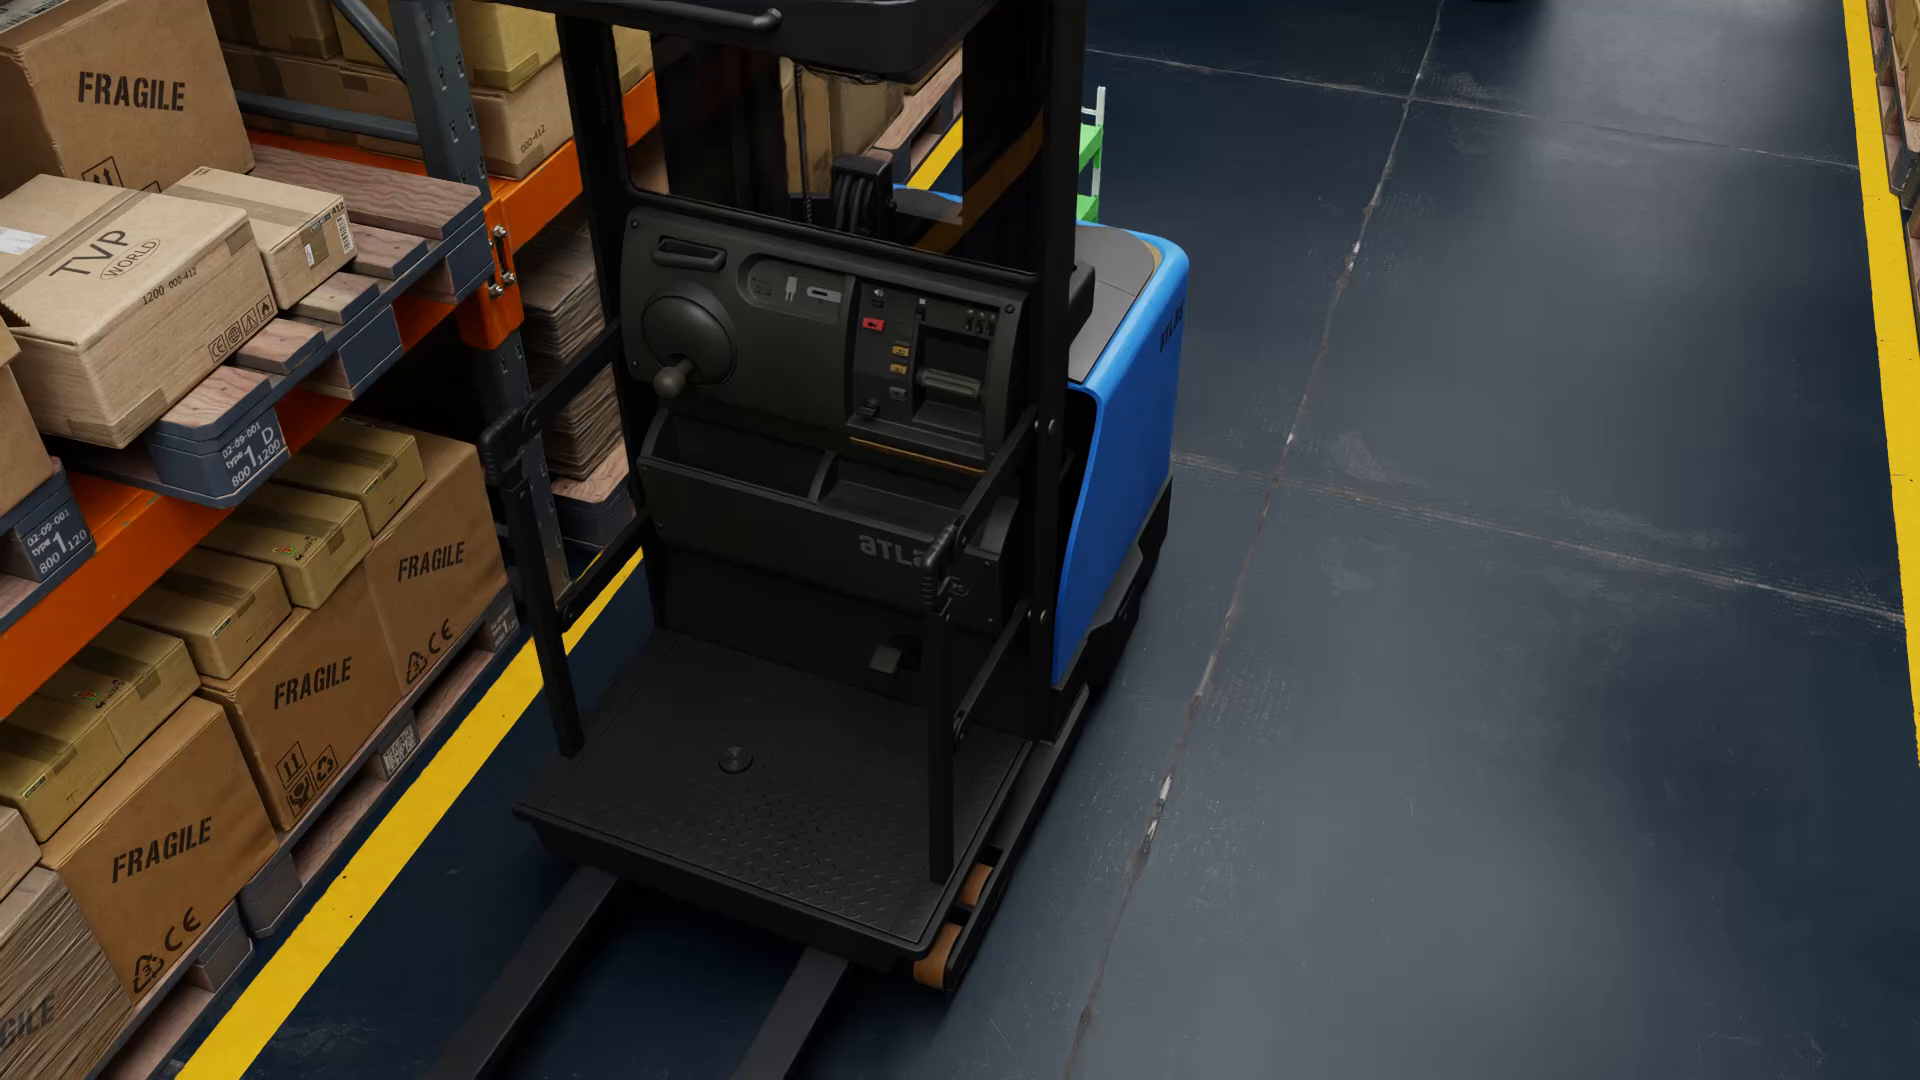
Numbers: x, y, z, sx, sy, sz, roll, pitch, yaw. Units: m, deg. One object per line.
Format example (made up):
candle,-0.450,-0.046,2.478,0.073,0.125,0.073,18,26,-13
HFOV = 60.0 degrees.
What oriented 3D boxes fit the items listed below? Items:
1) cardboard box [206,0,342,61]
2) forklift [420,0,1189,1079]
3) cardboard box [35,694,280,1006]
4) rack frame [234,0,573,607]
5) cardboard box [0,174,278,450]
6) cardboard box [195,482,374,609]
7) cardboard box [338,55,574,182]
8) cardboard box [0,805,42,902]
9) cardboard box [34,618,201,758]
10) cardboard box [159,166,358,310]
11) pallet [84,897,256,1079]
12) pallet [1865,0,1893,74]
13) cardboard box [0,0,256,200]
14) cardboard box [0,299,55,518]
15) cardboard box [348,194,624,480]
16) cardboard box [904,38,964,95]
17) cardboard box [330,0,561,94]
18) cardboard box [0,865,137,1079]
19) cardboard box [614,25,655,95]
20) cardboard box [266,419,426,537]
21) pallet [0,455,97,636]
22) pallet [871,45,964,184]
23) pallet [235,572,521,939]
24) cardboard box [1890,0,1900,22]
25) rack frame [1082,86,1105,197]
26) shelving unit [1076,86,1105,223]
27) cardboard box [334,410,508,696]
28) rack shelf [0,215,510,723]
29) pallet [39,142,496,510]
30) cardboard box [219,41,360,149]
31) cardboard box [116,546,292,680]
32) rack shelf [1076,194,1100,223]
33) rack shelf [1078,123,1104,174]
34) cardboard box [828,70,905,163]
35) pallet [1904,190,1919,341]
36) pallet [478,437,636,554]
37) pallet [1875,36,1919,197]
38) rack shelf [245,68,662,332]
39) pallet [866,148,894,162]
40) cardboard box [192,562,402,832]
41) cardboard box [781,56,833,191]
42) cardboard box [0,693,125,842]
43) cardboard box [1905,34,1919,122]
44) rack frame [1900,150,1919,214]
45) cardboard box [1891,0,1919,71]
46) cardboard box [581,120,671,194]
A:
cardboard box,-1.784,-1.543,4.478,0.500,0.250,0.500,14,42,16
forklift,-0.395,-0.359,3.412,1.130,2.935,3.031,15,43,17
cardboard box,-1.977,0.645,3.785,0.500,0.500,0.500,15,43,17
rack frame,-1.677,-1.074,4.198,1.000,3.000,0.127,13,42,15
cardboard box,-1.733,-0.462,3.272,0.500,0.250,0.500,11,42,13
cardboard box,-1.672,0.001,4.041,0.380,0.149,0.250,11,42,13
cardboard box,-1.295,-1.234,4.501,0.500,0.250,0.500,13,42,15
cardboard box,-2.087,0.630,3.303,0.380,0.149,0.250,11,42,13
cardboard box,-1.936,0.303,3.687,0.380,0.149,0.250,14,43,16
cardboard box,-1.541,-0.653,3.574,0.380,0.149,0.250,14,42,16
pallet,-2.386,1.175,3.710,1.003,0.211,1.213,13,42,15
pallet,4.969,-2.518,8.039,1.003,0.211,1.213,13,42,15
cardboard box,-2.000,-0.993,3.702,0.500,0.500,0.500,15,43,17
cardboard box,-2.061,-0.237,2.813,0.797,0.503,0.637,12,42,14
cardboard box,-1.451,-0.708,5.275,0.875,0.625,0.625,15,43,16
cardboard box,-0.477,-2.450,7.316,0.875,0.625,0.625,15,43,17
cardboard box,-1.272,-1.418,4.332,0.500,0.250,0.500,13,42,15
cardboard box,-2.137,0.966,3.409,0.500,0.500,0.500,12,42,14
cardboard box,-1.119,-1.539,4.859,0.500,0.250,0.500,12,42,14
cardboard box,-1.608,-0.173,4.244,0.380,0.149,0.250,11,42,13
pallet,-2.337,0.186,2.869,1.003,0.211,1.213,13,42,15
pallet,-0.524,-1.995,7.426,1.003,0.211,1.213,13,42,15
pallet,-1.968,0.433,4.579,1.003,0.211,1.213,13,42,15
cardboard box,4.657,-2.585,7.764,0.500,0.250,0.500,14,42,16
rack frame,0.324,-0.929,5.414,0.240,1.200,0.015,15,43,17
shelving unit,0.229,-0.783,5.243,0.258,1.200,0.503,15,43,17
cardboard box,-1.619,0.022,4.515,0.500,0.500,0.500,14,43,16
rack shelf,-2.361,0.419,3.002,1.077,0.370,4.000,13,42,15
pallet,-1.842,-0.572,3.758,1.213,0.211,1.003,13,42,15
cardboard box,-1.763,-1.348,4.635,0.500,0.250,0.500,12,42,14
cardboard box,-1.803,0.152,3.864,0.380,0.149,0.250,12,42,14
rack shelf,0.229,-0.917,5.129,0.258,0.148,0.480,15,43,17
rack shelf,0.229,-1.100,4.973,0.258,0.148,0.480,15,43,17
cardboard box,-0.749,-1.978,6.764,0.875,0.625,0.625,13,42,15
pallet,4.092,-0.879,6.117,1.003,0.211,1.213,13,42,15
pallet,-1.358,-0.507,5.682,1.003,0.211,1.213,13,42,15
pallet,4.553,-1.771,7.164,1.003,0.211,1.213,13,42,15
rack shelf,-0.993,-2.021,5.862,1.077,0.370,4.000,13,42,15
pallet,-0.940,-1.249,6.551,1.003,0.211,1.213,13,42,15
cardboard box,-1.800,0.325,4.160,0.500,0.500,0.500,13,42,14
cardboard box,-1.004,-1.519,6.226,0.875,0.625,0.625,12,42,13
cardboard box,-2.021,0.455,3.508,0.380,0.149,0.250,13,42,14
cardboard box,4.306,-1.949,7.018,0.500,0.250,0.500,15,43,17
rack frame,4.357,-2.415,5.769,1.000,3.000,0.127,13,42,15
cardboard box,4.479,-2.276,7.401,0.500,0.250,0.500,12,42,14
cardboard box,-1.234,-1.108,5.744,0.875,0.625,0.625,15,43,16
